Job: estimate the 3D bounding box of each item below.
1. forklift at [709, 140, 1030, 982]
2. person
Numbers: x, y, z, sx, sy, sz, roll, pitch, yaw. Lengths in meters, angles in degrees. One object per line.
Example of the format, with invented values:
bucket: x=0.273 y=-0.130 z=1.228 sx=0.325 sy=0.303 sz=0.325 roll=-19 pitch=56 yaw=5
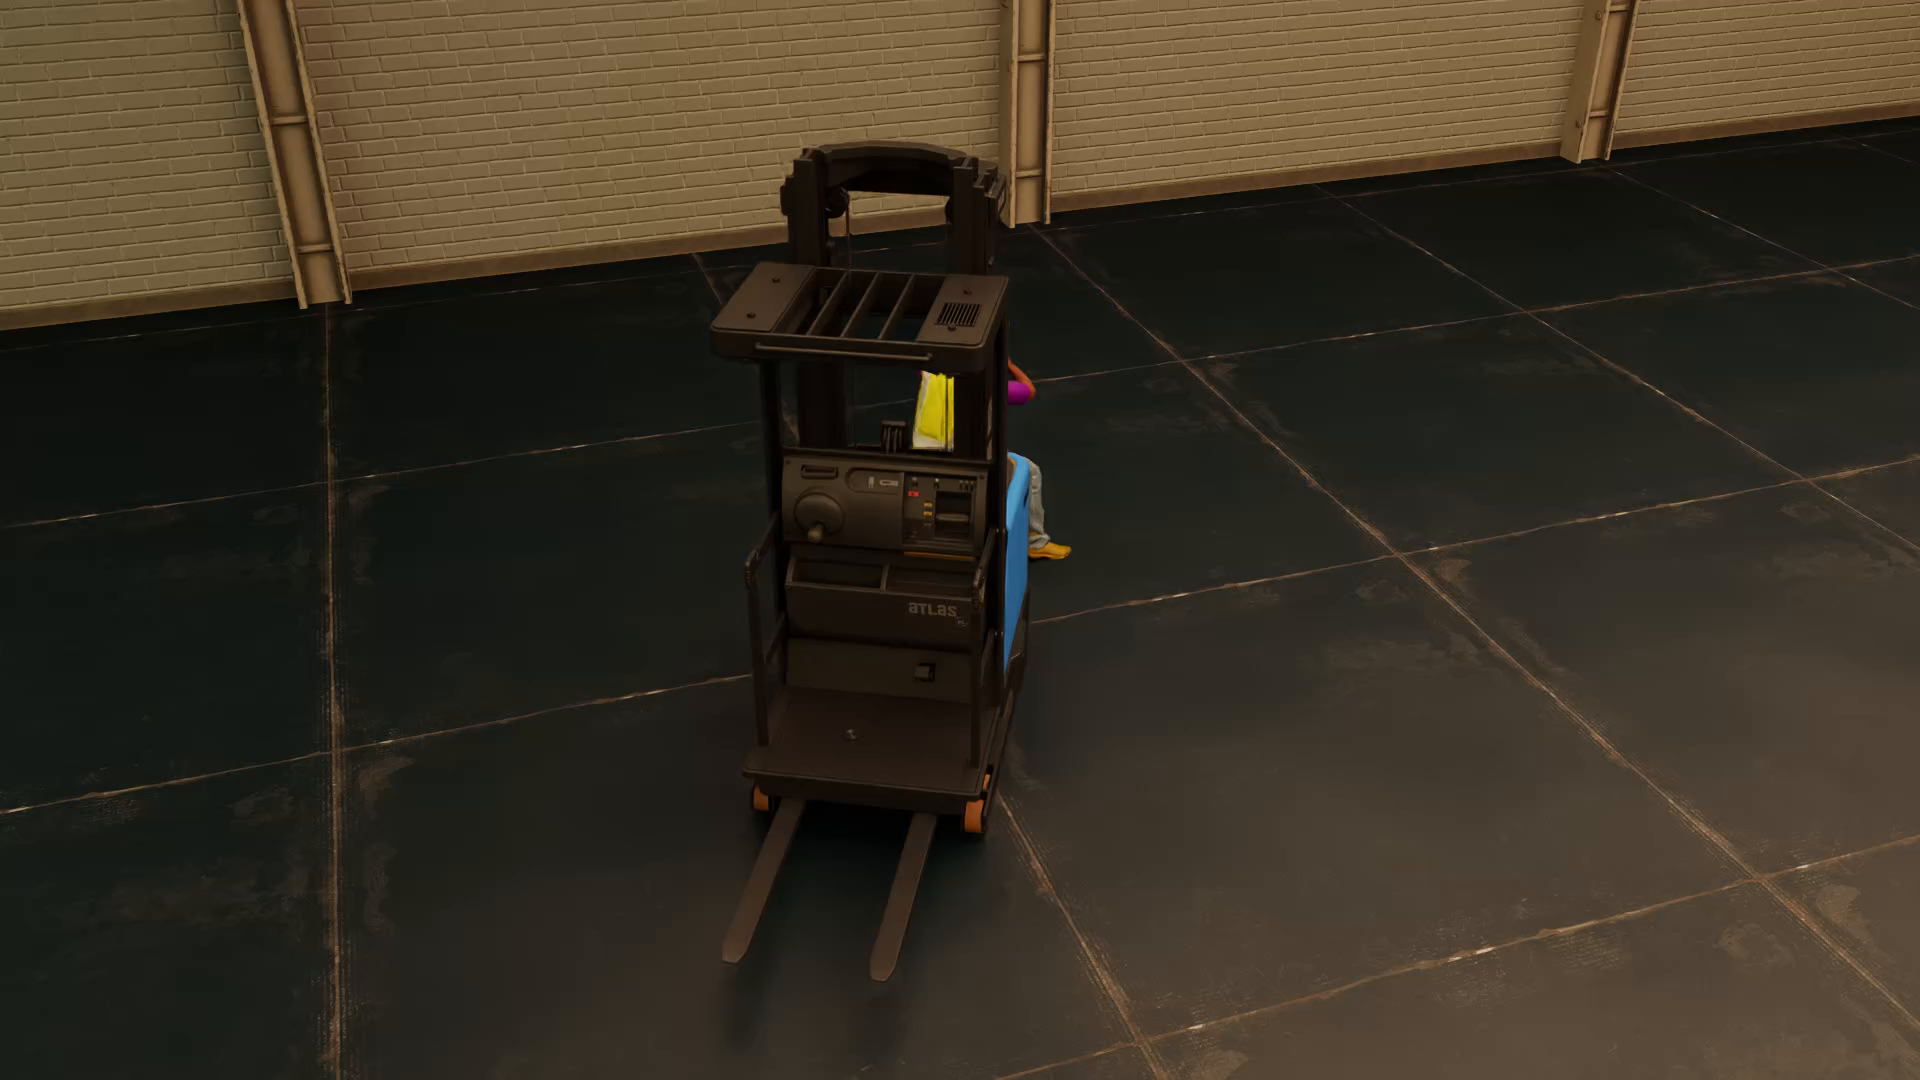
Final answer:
forklift: x=-0.375 y=-0.108 z=7.275 sx=1.130 sy=2.935 sz=3.031 roll=5 pitch=30 yaw=8
person: x=-0.061 y=-0.637 z=9.736 sx=1.429 sy=1.432 sz=0.727 roll=20 pitch=36 yaw=31
